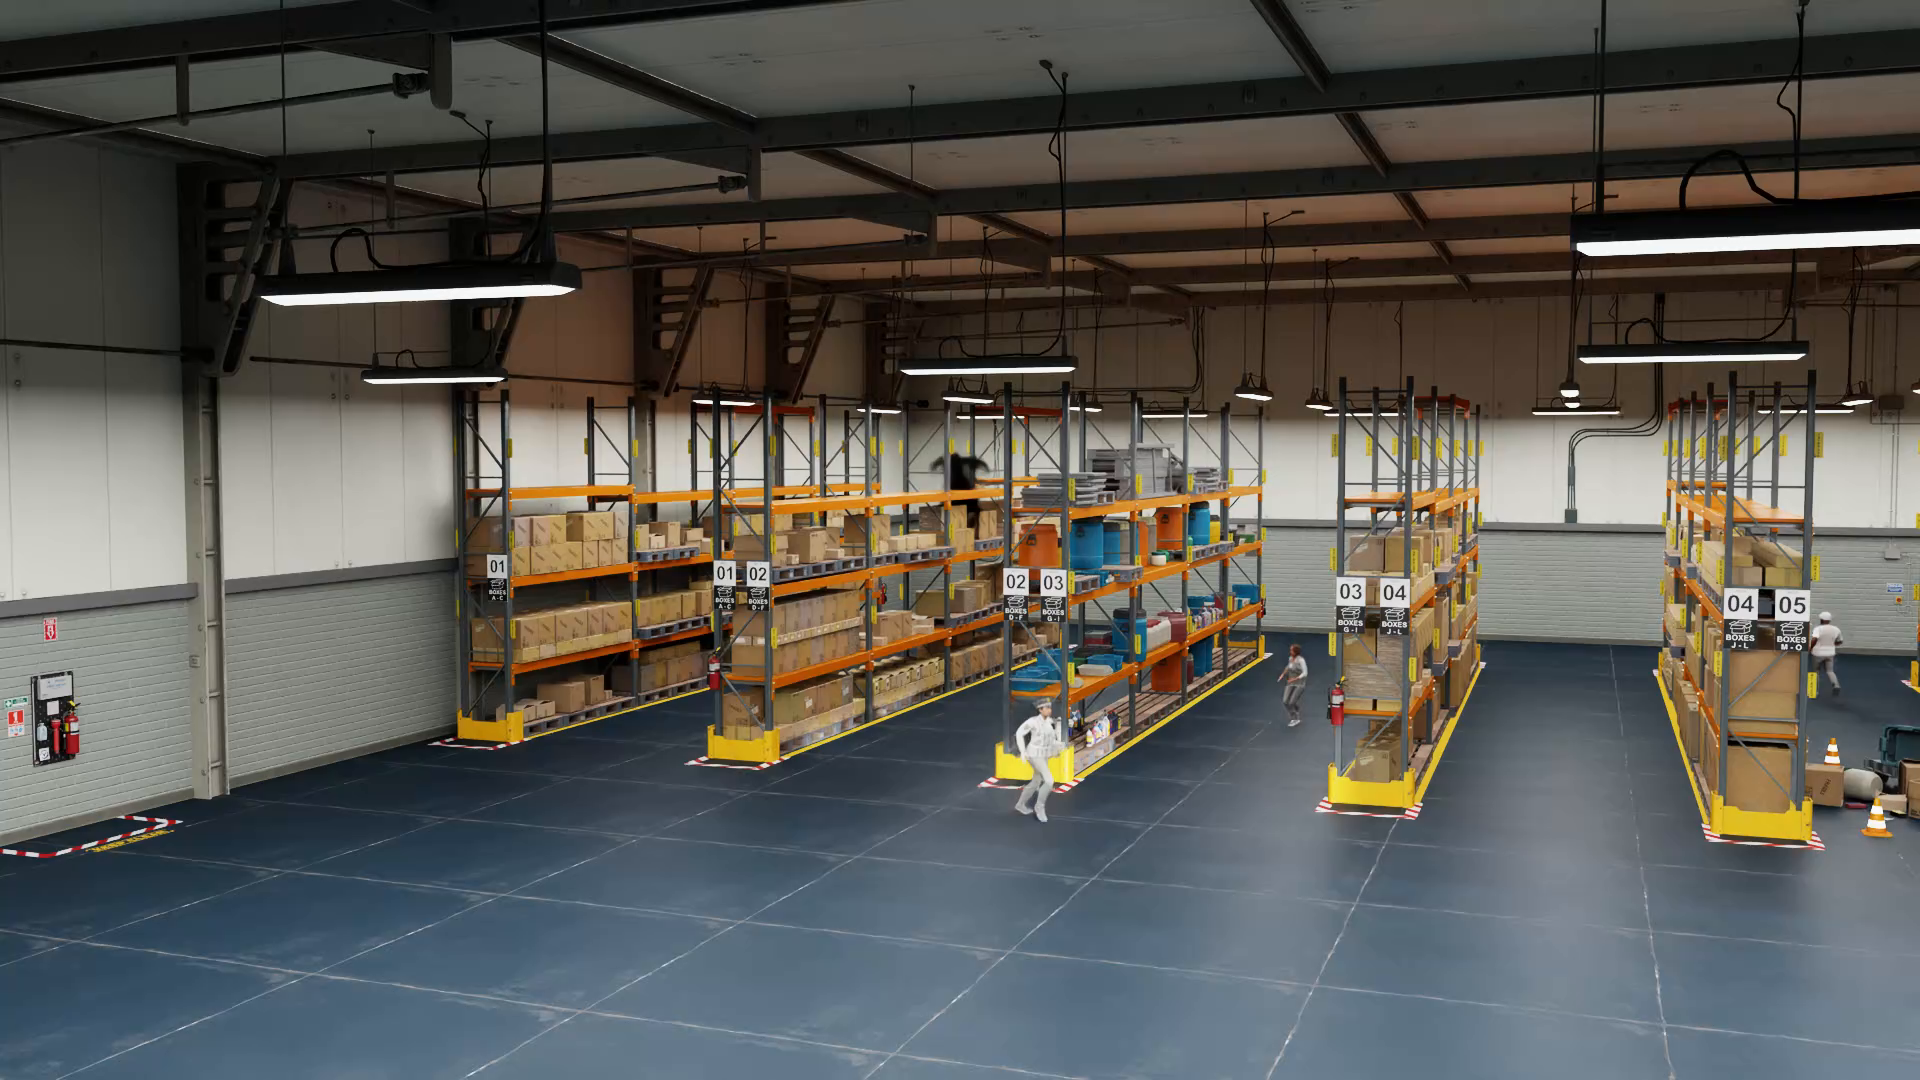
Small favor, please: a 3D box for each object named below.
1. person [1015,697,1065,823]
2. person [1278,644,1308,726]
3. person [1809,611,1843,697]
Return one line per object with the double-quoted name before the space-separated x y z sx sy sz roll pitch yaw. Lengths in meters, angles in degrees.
"person" 1.050 2.947 22.380 0.806 1.698 0.551 2 4 38
"person" 6.076 2.615 30.066 0.515 1.512 0.630 -3 4 -43
"person" 17.241 2.295 33.158 0.697 1.748 0.931 0 3 4
